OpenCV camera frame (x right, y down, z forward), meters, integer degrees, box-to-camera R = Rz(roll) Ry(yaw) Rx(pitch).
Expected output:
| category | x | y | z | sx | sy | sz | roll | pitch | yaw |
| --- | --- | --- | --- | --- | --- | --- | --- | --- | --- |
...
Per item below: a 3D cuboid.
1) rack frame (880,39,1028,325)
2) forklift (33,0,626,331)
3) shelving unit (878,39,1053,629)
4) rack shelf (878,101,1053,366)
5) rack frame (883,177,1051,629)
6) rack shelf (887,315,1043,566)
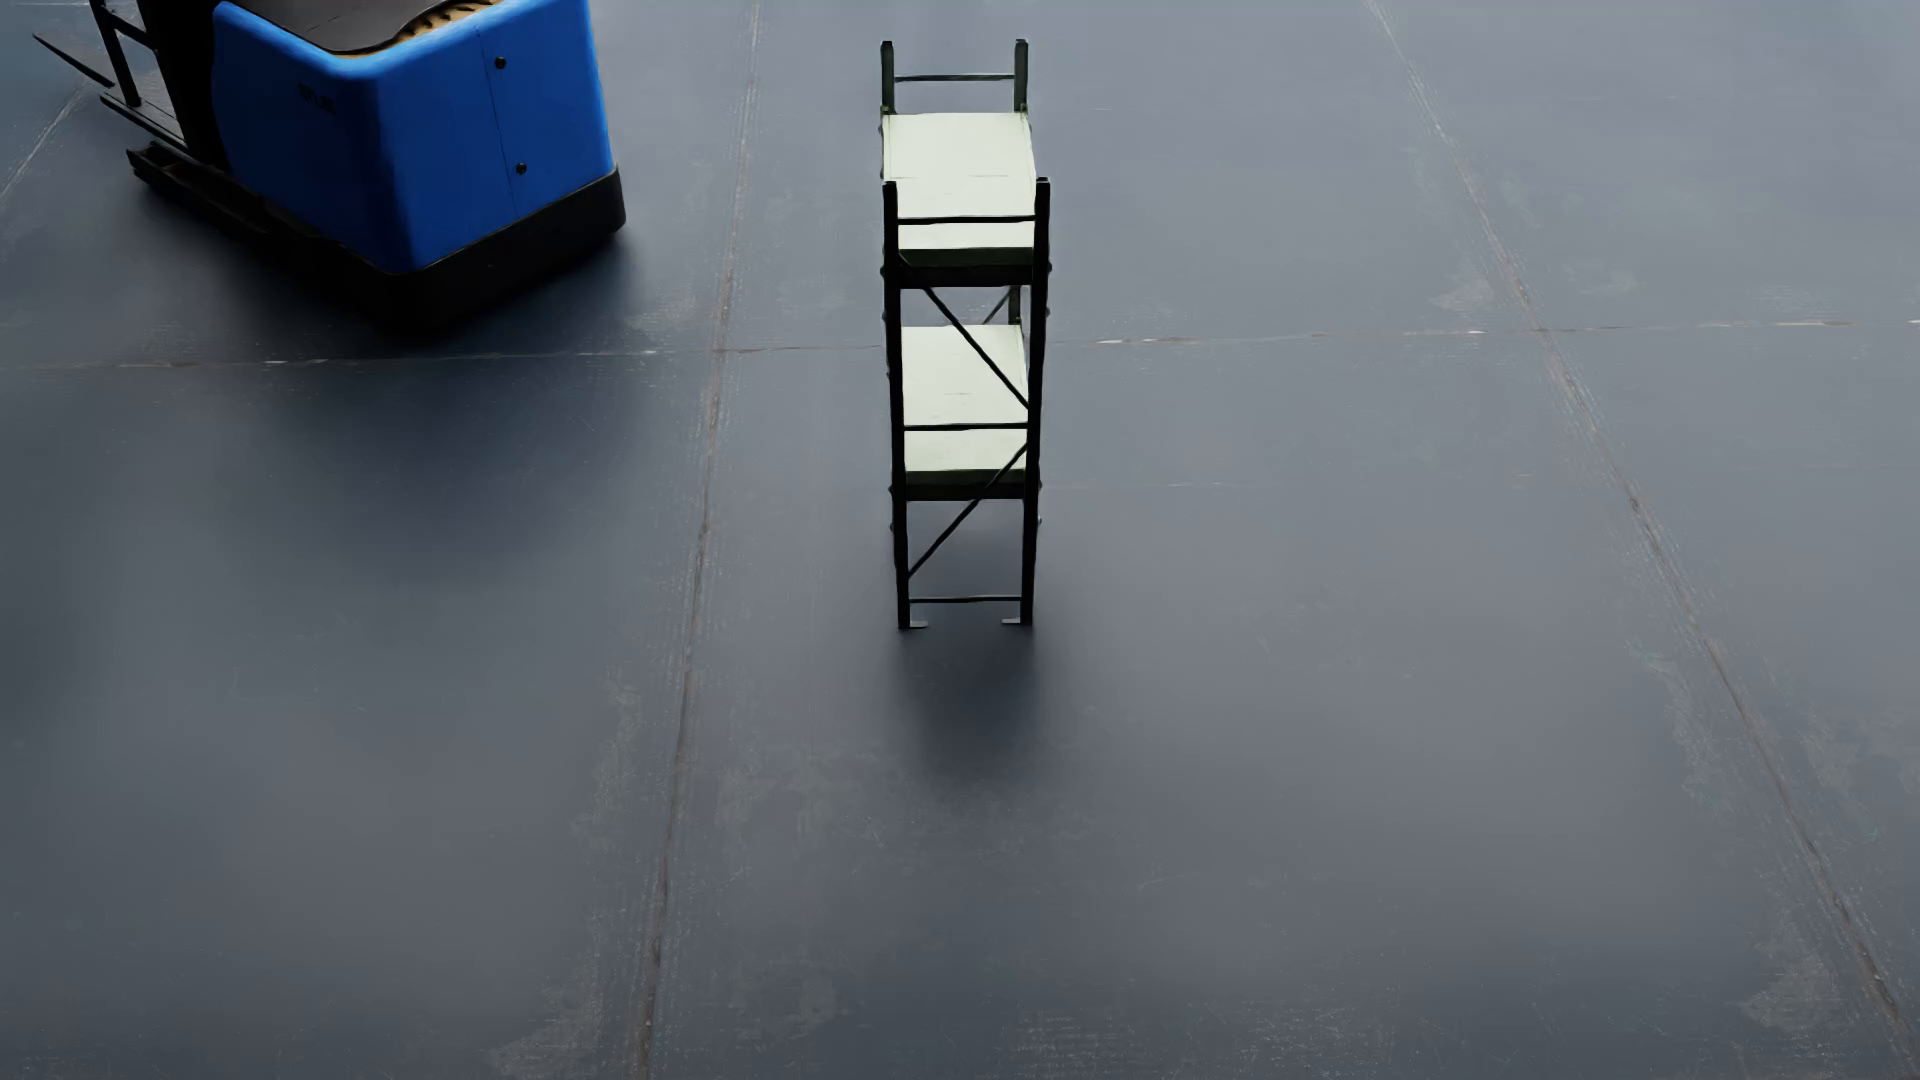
| category | x | y | z | sx | sy | sz | roll | pitch | yaw |
| --- | --- | --- | --- | --- | --- | --- | --- | --- | --- |
| rack frame | -0.015 | -0.795 | 5.008 | 0.400 | 1.500 | 0.023 | -2 | 43 | -2 |
| forklift | -2.753 | -2.680 | 6.004 | 3.031 | 2.935 | 1.130 | 30 | 50 | 29 |
| shelving unit | 0.000 | -0.548 | 4.738 | 0.431 | 1.500 | 0.755 | -2 | 43 | -2 |
| rack shelf | 0.000 | -0.836 | 4.475 | 0.431 | 0.370 | 0.720 | -2 | 43 | -2 |
| rack frame | 0.016 | -0.301 | 4.469 | 0.400 | 1.500 | 0.023 | -2 | 43 | -2 |
| rack shelf | 0.000 | -0.308 | 4.959 | 0.431 | 0.370 | 0.720 | -2 | 43 | -2 |
